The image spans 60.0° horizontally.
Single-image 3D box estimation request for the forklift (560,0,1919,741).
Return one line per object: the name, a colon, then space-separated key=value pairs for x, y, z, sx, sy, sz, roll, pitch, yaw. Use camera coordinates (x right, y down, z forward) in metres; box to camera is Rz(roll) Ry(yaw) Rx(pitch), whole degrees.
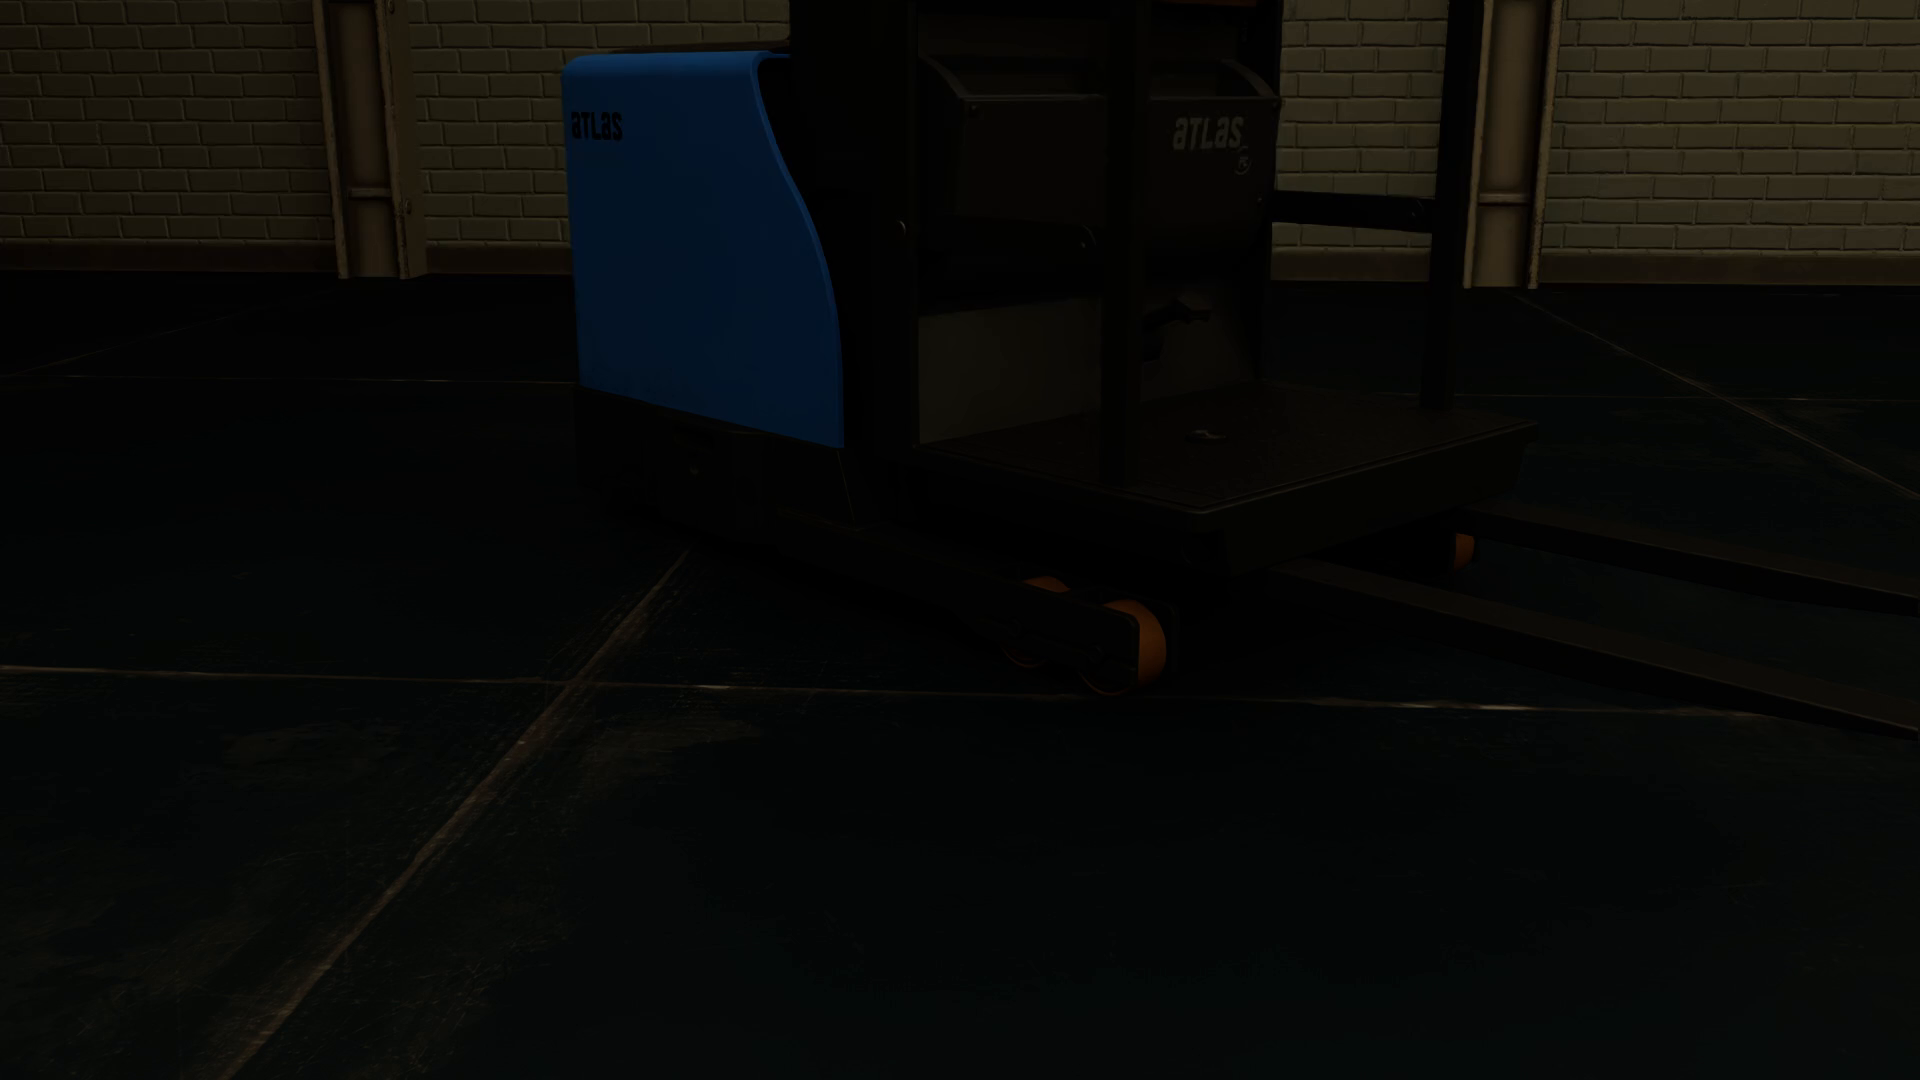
forklift: x=0.442 y=-1.299 z=3.004 sx=1.130 sy=2.935 sz=3.031 roll=-14 pitch=20 yaw=-41
